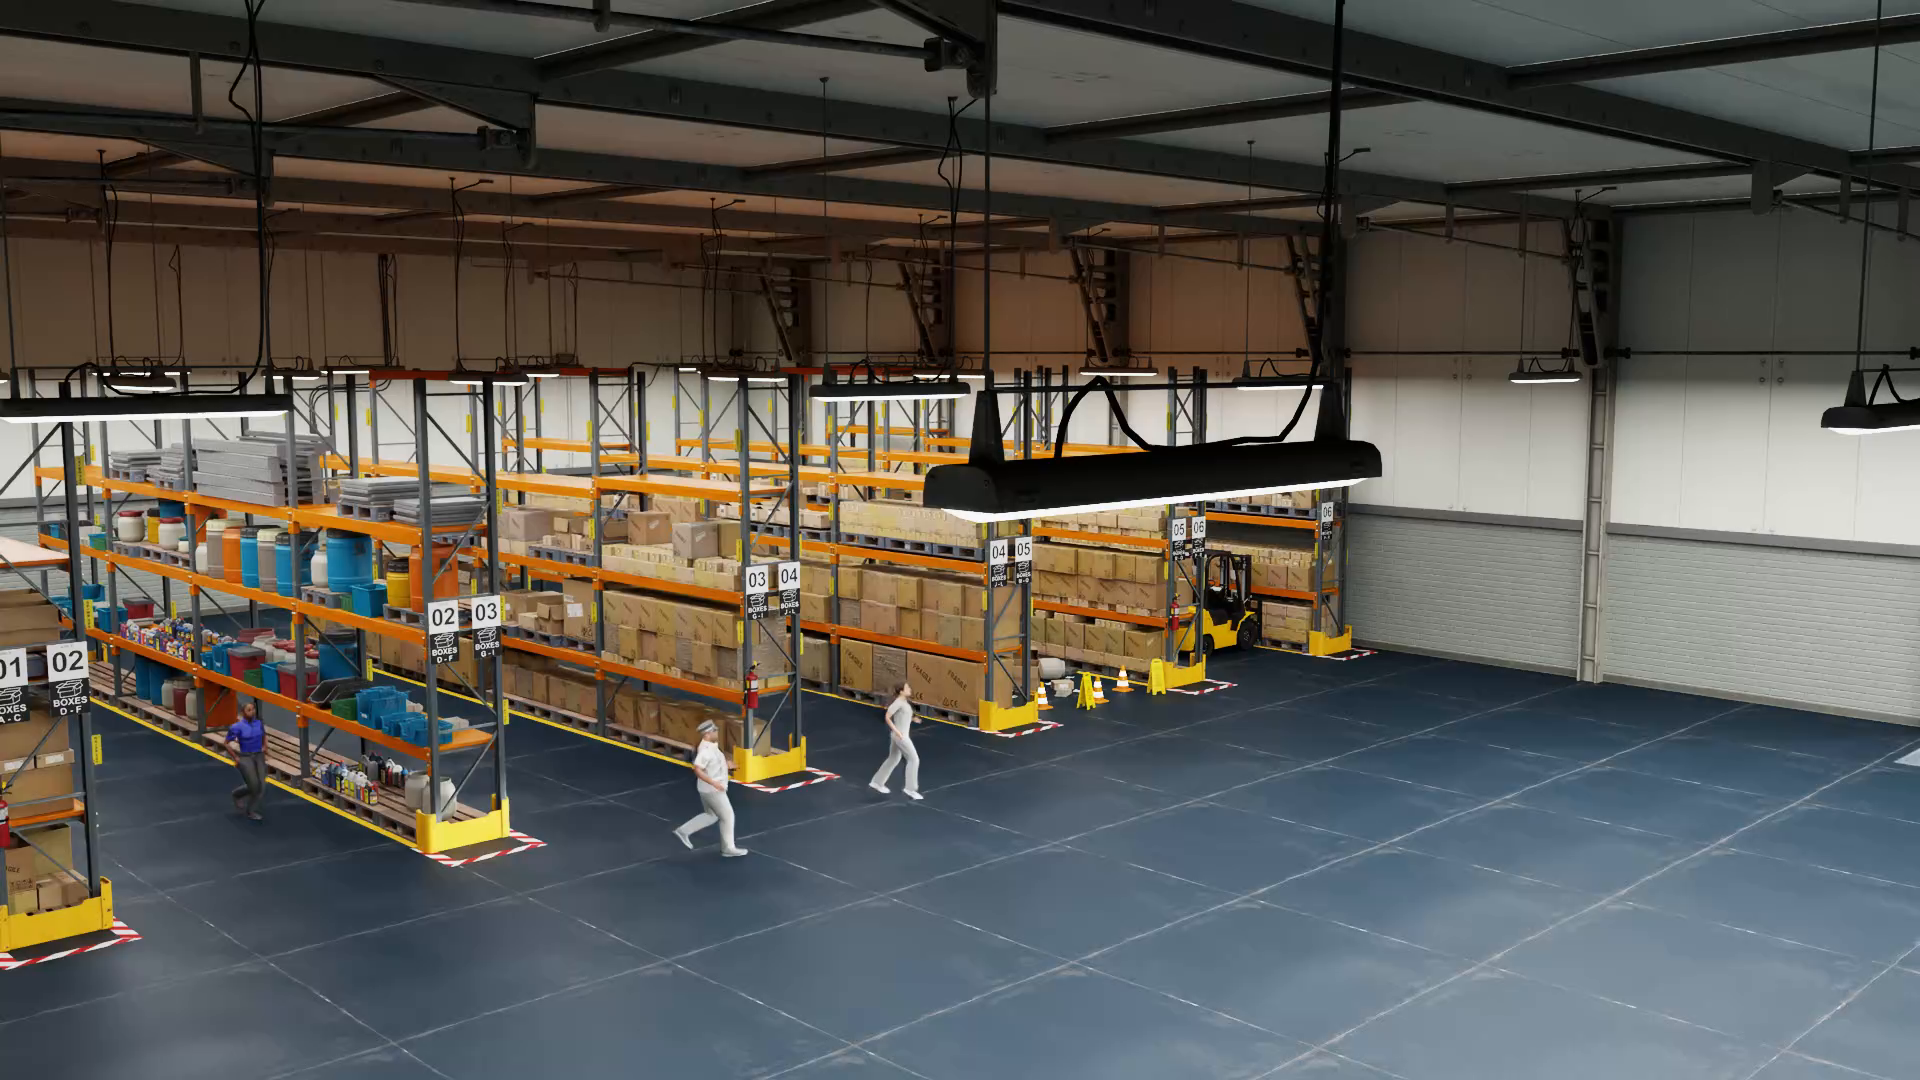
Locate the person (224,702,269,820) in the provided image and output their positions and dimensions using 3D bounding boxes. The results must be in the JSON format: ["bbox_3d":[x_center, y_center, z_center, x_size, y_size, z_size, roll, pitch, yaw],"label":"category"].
[{"bbox_3d":[-9.623,3.003,22.559,0.559,1.600,0.575,4,8,34],"label":"person"}]

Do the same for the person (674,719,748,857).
[{"bbox_3d":[-3.121,3.105,20.838,0.887,1.753,0.675,-1,7,-12],"label":"person"}]

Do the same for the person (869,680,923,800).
[{"bbox_3d":[-0.909,2.838,23.651,0.772,1.723,0.550,0,6,-2],"label":"person"}]
